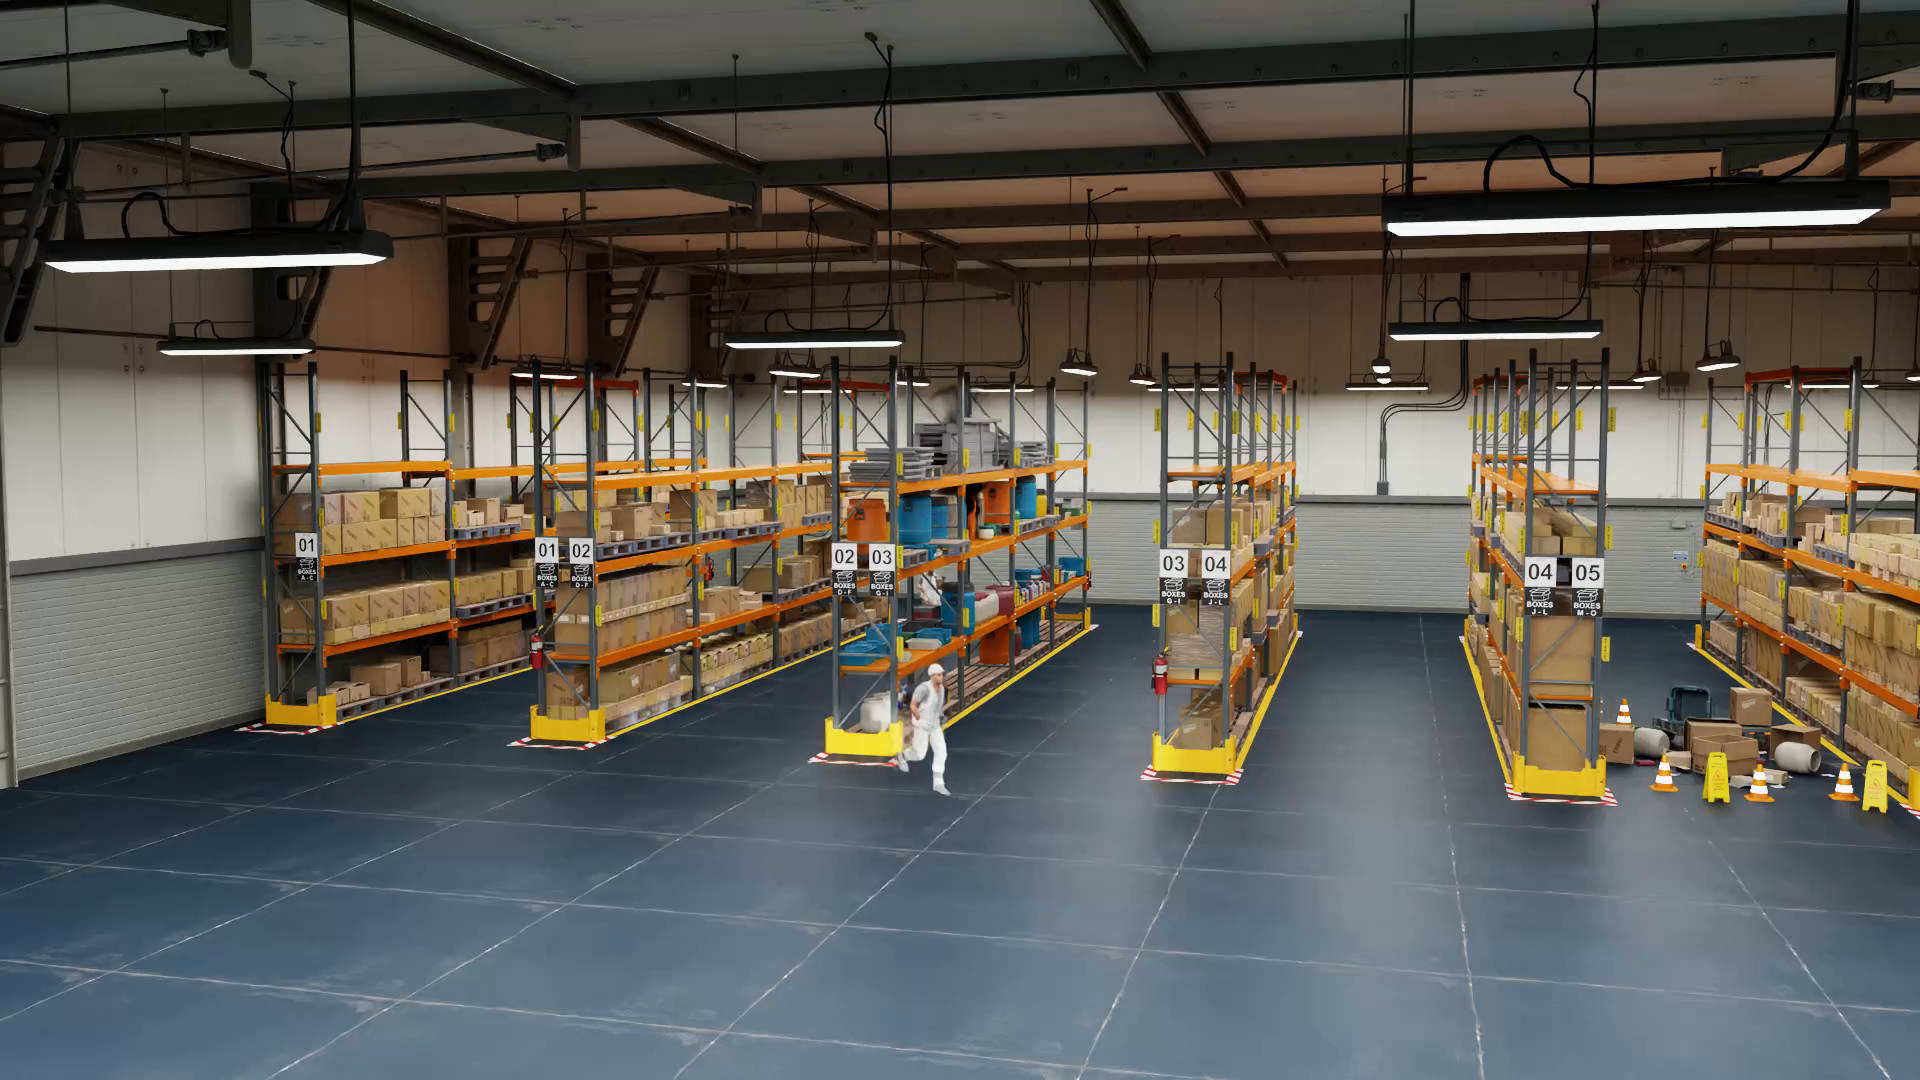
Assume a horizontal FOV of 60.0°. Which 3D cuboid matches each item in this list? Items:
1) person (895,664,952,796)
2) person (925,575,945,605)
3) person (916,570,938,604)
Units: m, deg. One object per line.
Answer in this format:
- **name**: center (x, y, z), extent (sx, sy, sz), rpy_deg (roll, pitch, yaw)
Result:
- **person**: center (-0.485, 2.549, 22.676), extent (1.022, 1.771, 0.660), rpy_deg (4, 6, 44)
- **person**: center (-0.439, 1.610, 35.812), extent (0.674, 1.740, 0.782), rpy_deg (1, 4, 10)
- **person**: center (-0.727, 1.364, 39.325), extent (0.640, 1.739, 0.587), rpy_deg (0, 4, -1)
